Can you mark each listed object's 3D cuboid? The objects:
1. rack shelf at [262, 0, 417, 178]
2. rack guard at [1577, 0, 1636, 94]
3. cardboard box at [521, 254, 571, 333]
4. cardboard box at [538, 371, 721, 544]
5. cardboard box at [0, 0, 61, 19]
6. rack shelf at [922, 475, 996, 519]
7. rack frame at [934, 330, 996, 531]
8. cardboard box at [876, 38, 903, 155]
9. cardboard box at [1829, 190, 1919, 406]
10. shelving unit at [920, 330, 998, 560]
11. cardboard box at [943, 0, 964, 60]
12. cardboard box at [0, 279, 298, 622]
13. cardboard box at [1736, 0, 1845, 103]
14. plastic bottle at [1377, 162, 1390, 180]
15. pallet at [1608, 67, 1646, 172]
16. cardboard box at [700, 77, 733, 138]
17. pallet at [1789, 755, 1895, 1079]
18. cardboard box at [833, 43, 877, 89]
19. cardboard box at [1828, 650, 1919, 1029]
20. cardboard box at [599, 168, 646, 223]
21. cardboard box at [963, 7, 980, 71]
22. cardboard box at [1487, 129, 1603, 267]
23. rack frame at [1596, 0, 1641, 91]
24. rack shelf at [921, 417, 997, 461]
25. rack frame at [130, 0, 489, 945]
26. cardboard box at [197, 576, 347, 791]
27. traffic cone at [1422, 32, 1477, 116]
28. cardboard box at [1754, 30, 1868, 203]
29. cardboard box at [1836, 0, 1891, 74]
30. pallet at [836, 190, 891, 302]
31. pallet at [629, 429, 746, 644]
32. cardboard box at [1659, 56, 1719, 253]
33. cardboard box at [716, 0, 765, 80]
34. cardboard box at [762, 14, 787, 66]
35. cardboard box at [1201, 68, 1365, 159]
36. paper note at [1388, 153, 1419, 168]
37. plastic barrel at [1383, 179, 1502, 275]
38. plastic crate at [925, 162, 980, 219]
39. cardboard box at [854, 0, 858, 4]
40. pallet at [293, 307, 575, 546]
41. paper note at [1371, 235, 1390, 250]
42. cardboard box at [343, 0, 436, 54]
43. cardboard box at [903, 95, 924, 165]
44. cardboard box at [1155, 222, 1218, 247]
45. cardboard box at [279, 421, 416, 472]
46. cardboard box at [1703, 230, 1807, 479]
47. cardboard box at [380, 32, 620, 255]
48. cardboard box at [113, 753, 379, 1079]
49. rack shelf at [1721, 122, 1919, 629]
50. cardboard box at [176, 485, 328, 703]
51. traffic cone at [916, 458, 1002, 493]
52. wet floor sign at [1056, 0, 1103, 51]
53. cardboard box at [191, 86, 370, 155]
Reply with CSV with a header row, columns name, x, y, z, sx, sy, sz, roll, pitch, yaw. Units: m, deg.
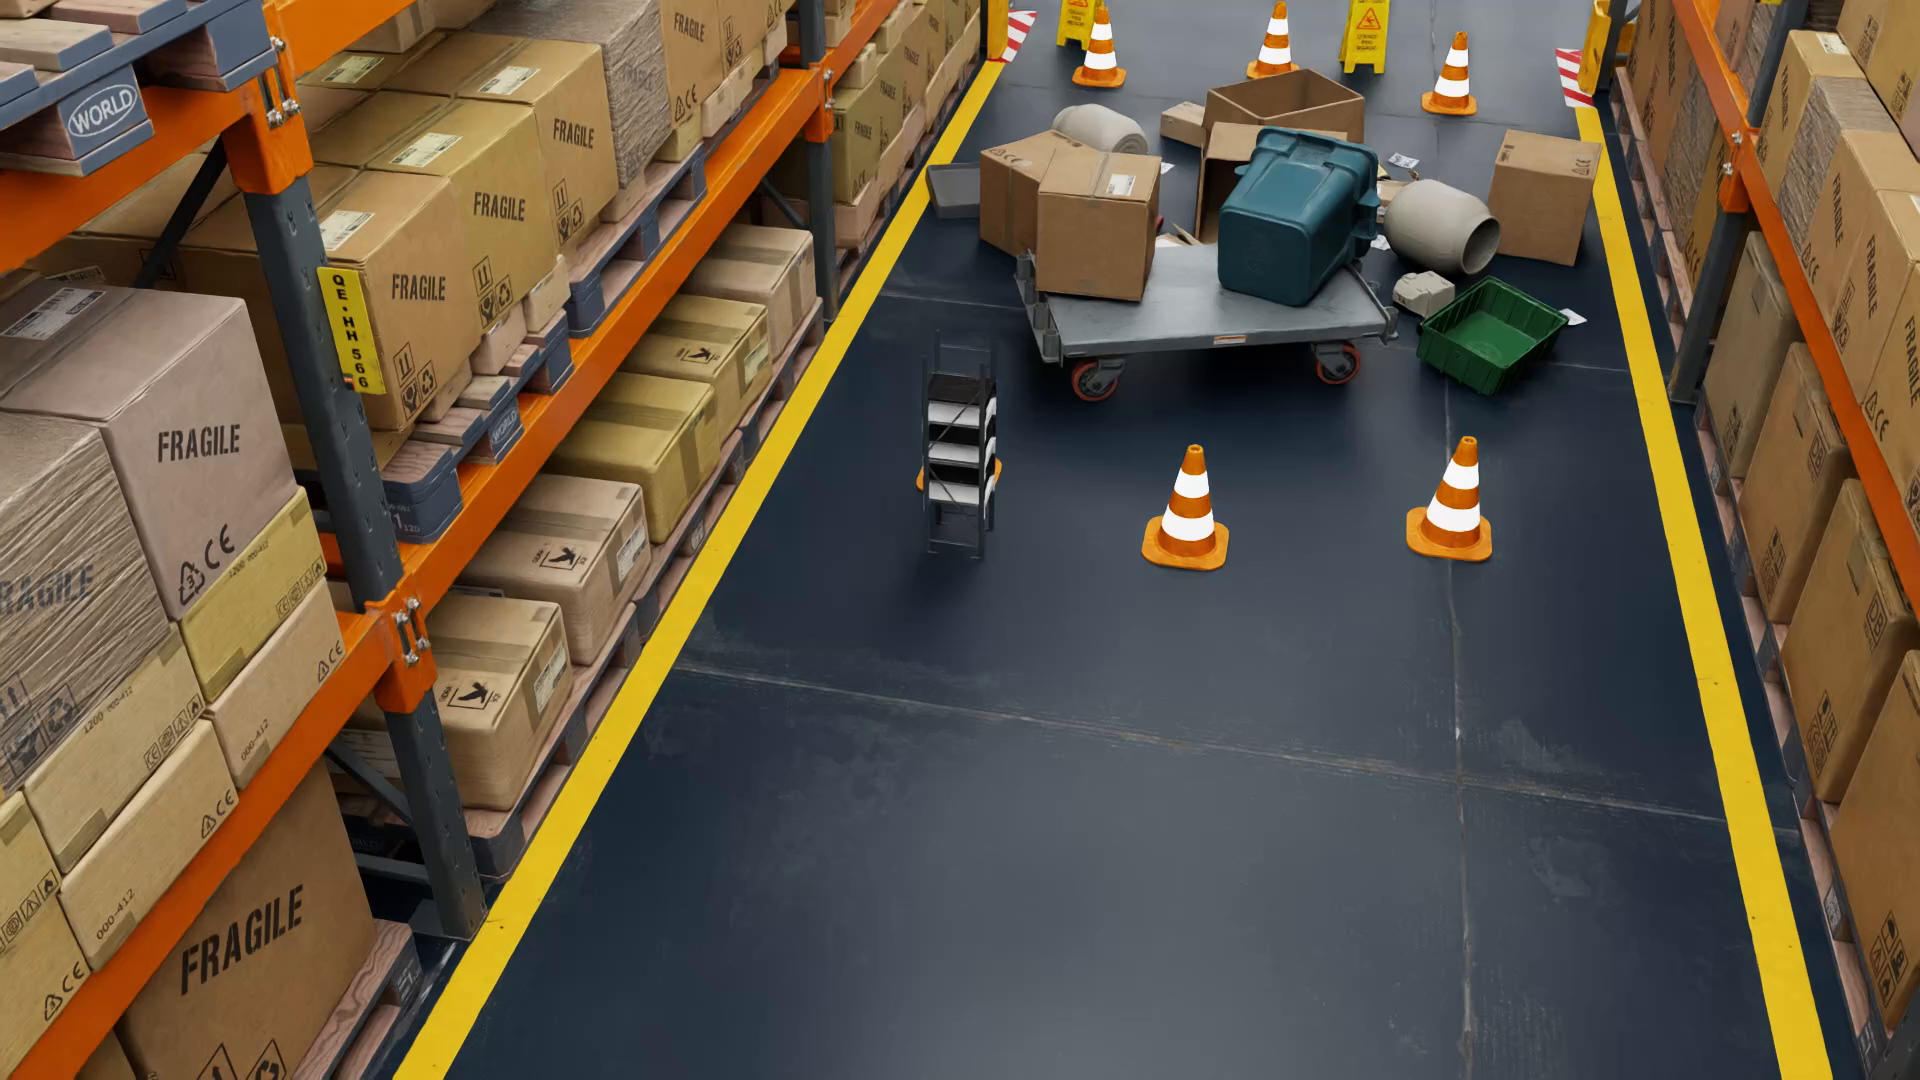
name,x,y,z,sx,sy,sz,roll,pitch,yaw
rack shelf,-1.533,-2.153,5.221,1.077,0.370,4.000,7,37,10
rack guard,4.611,-3.109,10.613,1.175,0.500,0.348,7,37,10
cardboard box,-1.433,-0.778,5.124,0.380,0.149,0.250,8,37,10
cardboard box,-1.512,-0.370,6.586,0.950,0.372,0.625,8,37,12
cardboard box,-1.893,-1.274,2.950,0.797,0.503,0.637,5,36,7
rack shelf,-0.002,-0.187,6.605,0.258,0.077,0.200,7,37,10
rack frame,0.020,-0.418,6.560,0.240,0.900,0.006,7,37,10
cardboard box,-0.613,-2.349,8.782,0.500,0.500,0.500,9,37,12
cardboard box,3.051,-0.720,5.102,0.500,0.500,0.500,8,37,11
shelving unit,-0.002,-0.360,6.480,0.258,0.900,0.210,7,37,10
cardboard box,-0.276,-3.238,10.008,0.500,0.500,0.500,9,37,12
cardboard box,-1.815,-0.199,3.531,0.500,0.500,0.500,6,36,9
cardboard box,3.819,-2.087,6.946,0.875,0.550,0.550,7,37,10
plastic bottle,2.396,-2.099,9.594,0.133,0.061,0.283,-5,36,-6
pallet,4.512,-2.510,10.033,1.003,0.211,1.213,7,37,10
cardboard box,-1.090,-1.667,6.350,0.380,0.149,0.250,8,37,10
pallet,3.139,1.166,4.961,1.003,0.211,1.213,7,37,10
cardboard box,-0.631,-2.368,8.254,0.380,0.149,0.250,8,37,11
cardboard box,3.115,0.883,4.535,1.050,0.750,0.750,7,36,9
cardboard box,-1.316,-1.235,5.754,0.380,0.149,0.250,8,37,11
cardboard box,-0.166,-3.215,10.615,0.500,0.250,0.500,7,37,10
cardboard box,3.081,-1.821,8.835,0.500,0.500,0.500,14,38,18
rack frame,4.606,-4.107,9.860,1.000,3.000,0.127,7,37,10
rack shelf,-0.002,-0.406,6.446,0.258,0.077,0.200,7,37,10
rack frame,-1.960,-0.083,4.308,1.000,3.000,0.127,7,37,10
cardboard box,-1.814,0.300,3.908,0.500,0.250,0.500,6,36,8
traffic cone,3.105,-2.953,10.430,0.336,0.463,0.334,7,37,10
cardboard box,3.377,-1.586,6.298,0.500,0.500,0.500,8,37,10
cardboard box,3.651,-1.974,5.980,0.700,0.500,0.500,7,36,9
pallet,-0.997,-1.637,8.828,1.003,0.211,1.213,7,37,10
pallet,-1.529,-0.099,6.707,1.003,0.211,1.213,7,37,10
cardboard box,4.143,-1.992,8.396,0.875,0.875,0.875,8,37,10
cardboard box,-1.085,-2.129,6.435,0.500,0.500,0.500,8,37,10
cardboard box,-0.946,-2.115,6.968,0.380,0.149,0.250,8,37,11
cardboard box,1.847,-2.334,9.542,0.797,0.503,0.637,-17,39,-22
paper note,2.621,-2.242,9.818,0.144,0.017,0.142,20,41,26
plastic barrel,2.495,-1.613,8.615,0.421,0.421,0.512,-24,42,-30
plastic crate,0.031,-1.991,9.429,0.402,0.080,0.583,-5,36,-6
cardboard box,-0.695,-2.722,8.164,0.380,0.149,0.250,7,37,10
pallet,-1.912,-0.427,4.947,1.213,0.211,1.003,7,37,10
paper note,2.254,-1.616,8.961,0.172,0.023,0.155,20,41,26
cardboard box,-1.886,-1.650,5.221,0.380,0.149,0.250,6,36,8
cardboard box,-0.502,-2.349,9.421,0.500,0.250,0.500,7,36,9
cardboard box,1.165,-1.467,8.548,0.258,0.266,0.396,-17,39,-22
cardboard box,-1.709,-0.314,4.484,0.380,0.149,0.250,5,36,7
cardboard box,3.707,-0.706,6.727,1.050,0.750,0.750,7,37,10
cardboard box,-1.426,-1.248,5.219,0.500,0.500,0.500,8,37,11
cardboard box,-2.189,0.993,4.277,0.875,0.875,0.875,7,37,10
rack shelf,3.325,-0.376,5.325,1.077,0.370,4.000,7,37,10
cardboard box,-1.815,0.085,3.779,0.500,0.250,0.500,7,37,10
traffic cone,-0.003,-0.463,6.994,0.336,0.463,0.334,7,37,10
wet floor sign,0.835,-3.691,11.293,0.267,0.644,0.232,20,41,26
cardboard box,-2.035,-1.007,4.887,0.500,0.500,0.500,7,36,9
